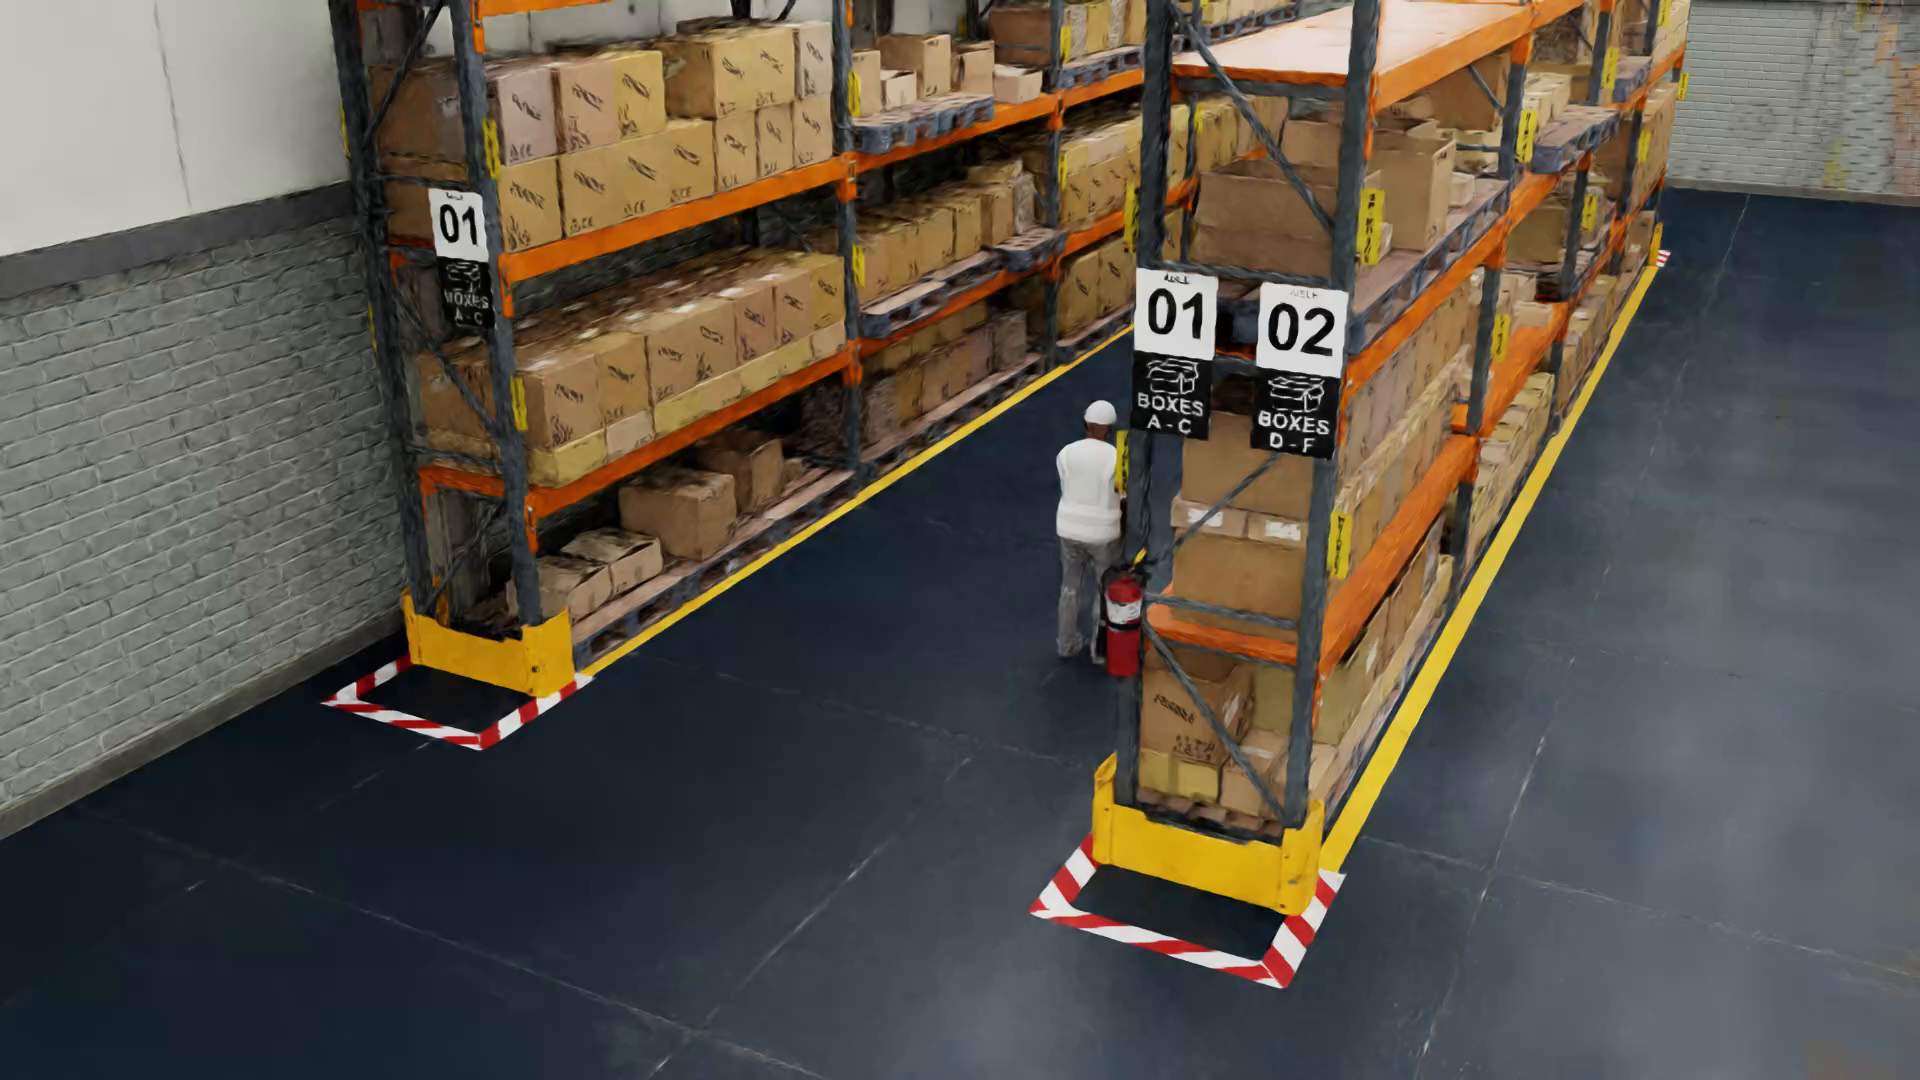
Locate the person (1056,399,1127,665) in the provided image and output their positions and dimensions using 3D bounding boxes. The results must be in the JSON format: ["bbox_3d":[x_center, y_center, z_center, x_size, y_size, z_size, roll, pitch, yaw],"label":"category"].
[{"bbox_3d":[0.878,-0.072,10.930,0.497,1.735,0.601,11,25,24],"label":"person"}]
